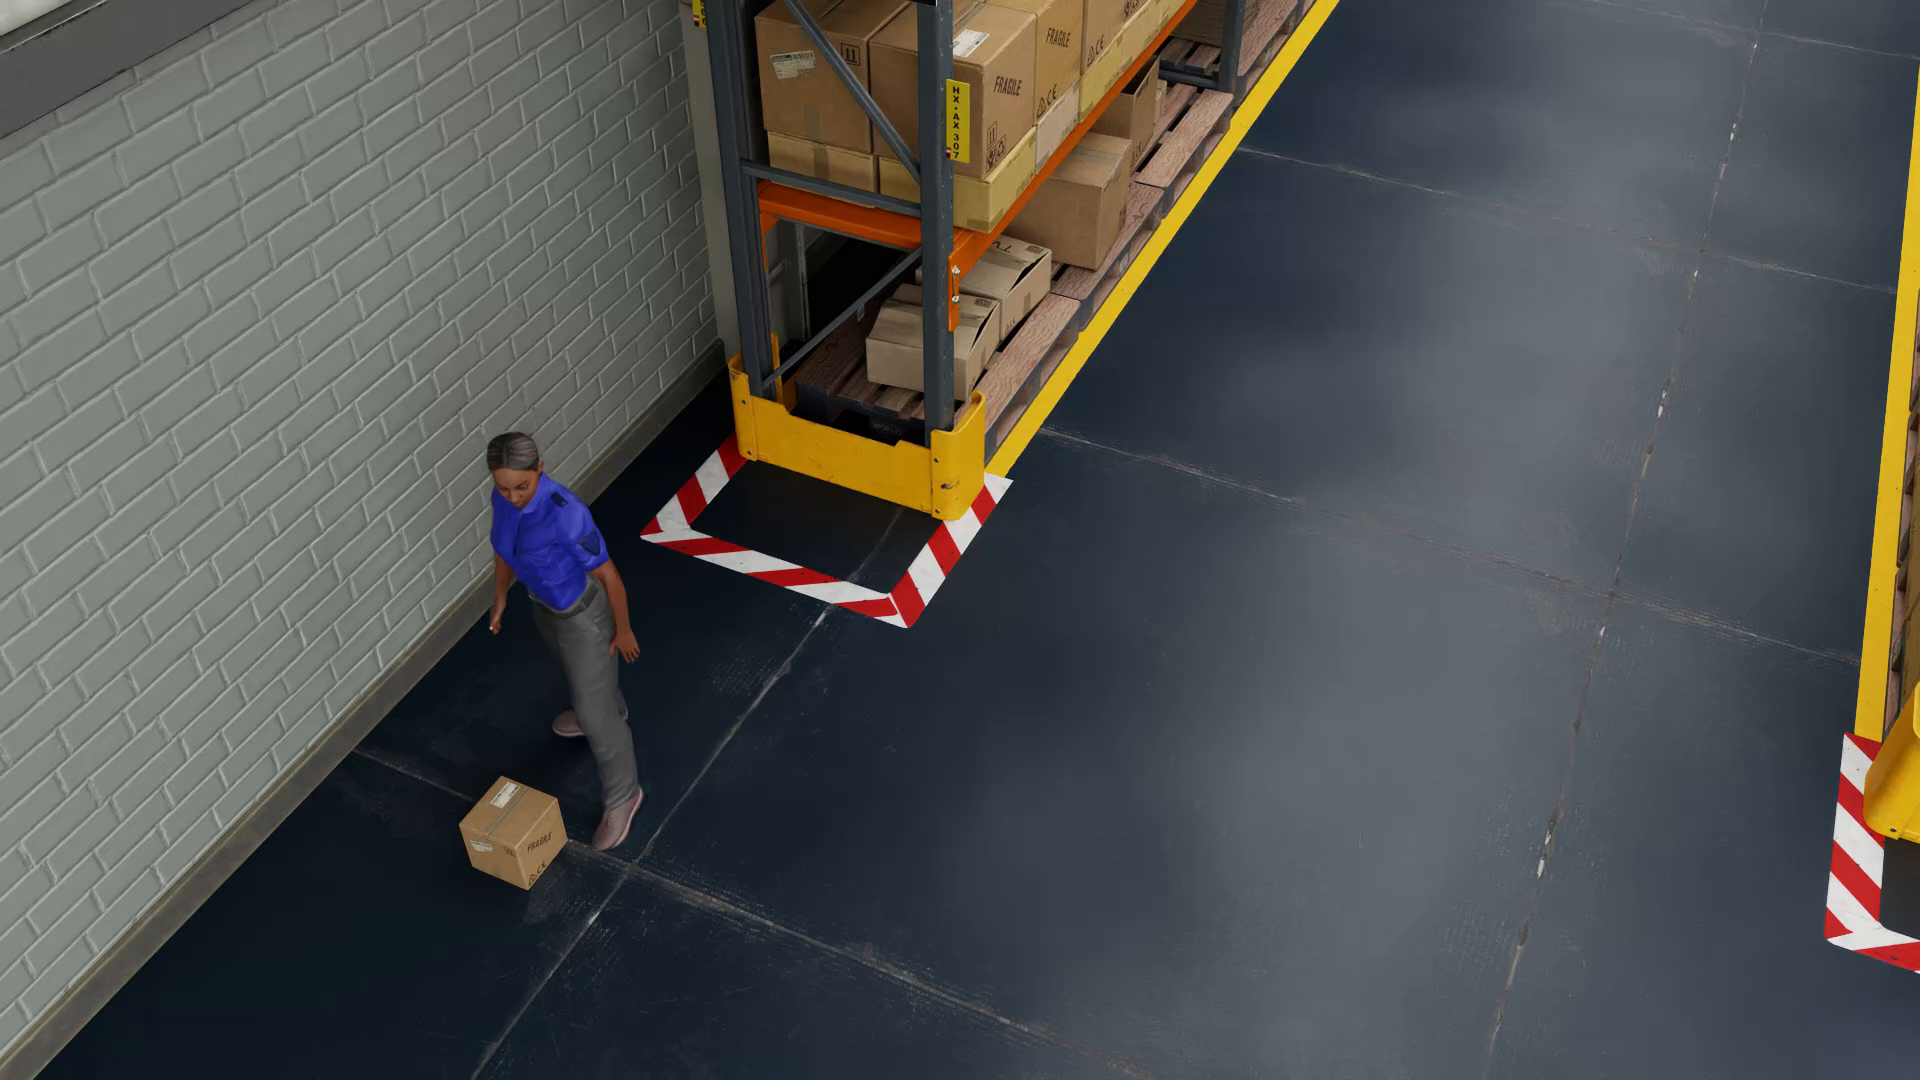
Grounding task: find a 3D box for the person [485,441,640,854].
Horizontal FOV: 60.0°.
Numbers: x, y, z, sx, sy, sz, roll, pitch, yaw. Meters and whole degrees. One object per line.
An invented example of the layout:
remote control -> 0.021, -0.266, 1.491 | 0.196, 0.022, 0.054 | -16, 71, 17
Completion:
person -> -1.438, 0.230, 5.922 | 0.594, 1.609, 0.880 | 23, 47, 24
